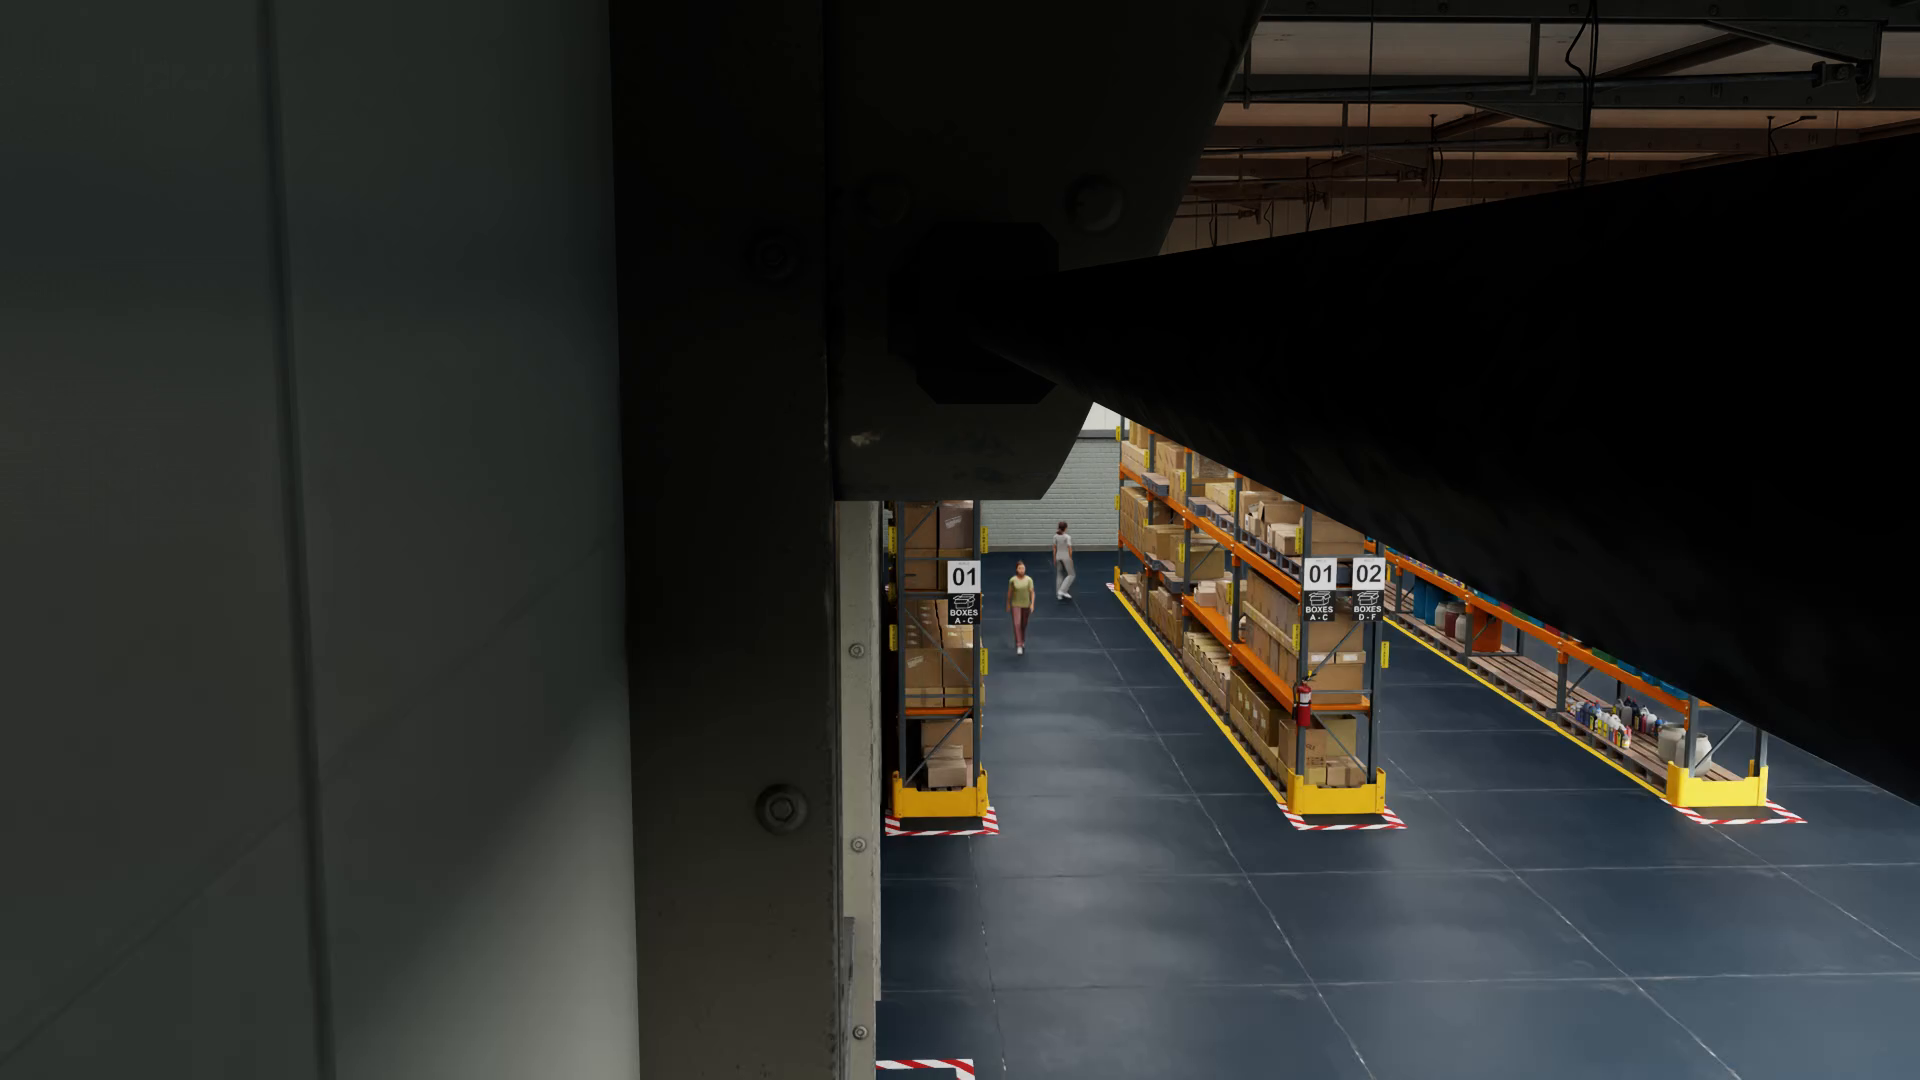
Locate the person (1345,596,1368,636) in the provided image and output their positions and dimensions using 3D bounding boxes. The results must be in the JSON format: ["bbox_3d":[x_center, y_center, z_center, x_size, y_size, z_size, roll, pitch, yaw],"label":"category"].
[{"bbox_3d":[7.215,1.258,29.980,0.581,1.515,0.793,1,8,6],"label":"person"}]

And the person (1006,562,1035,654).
[{"bbox_3d":[1.126,1.195,30.006,0.470,1.600,1.044,-2,8,-12],"label":"person"}]

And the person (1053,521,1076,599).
[{"bbox_3d":[2.164,0.435,35.226,0.475,1.672,0.445,6,10,37],"label":"person"}]
